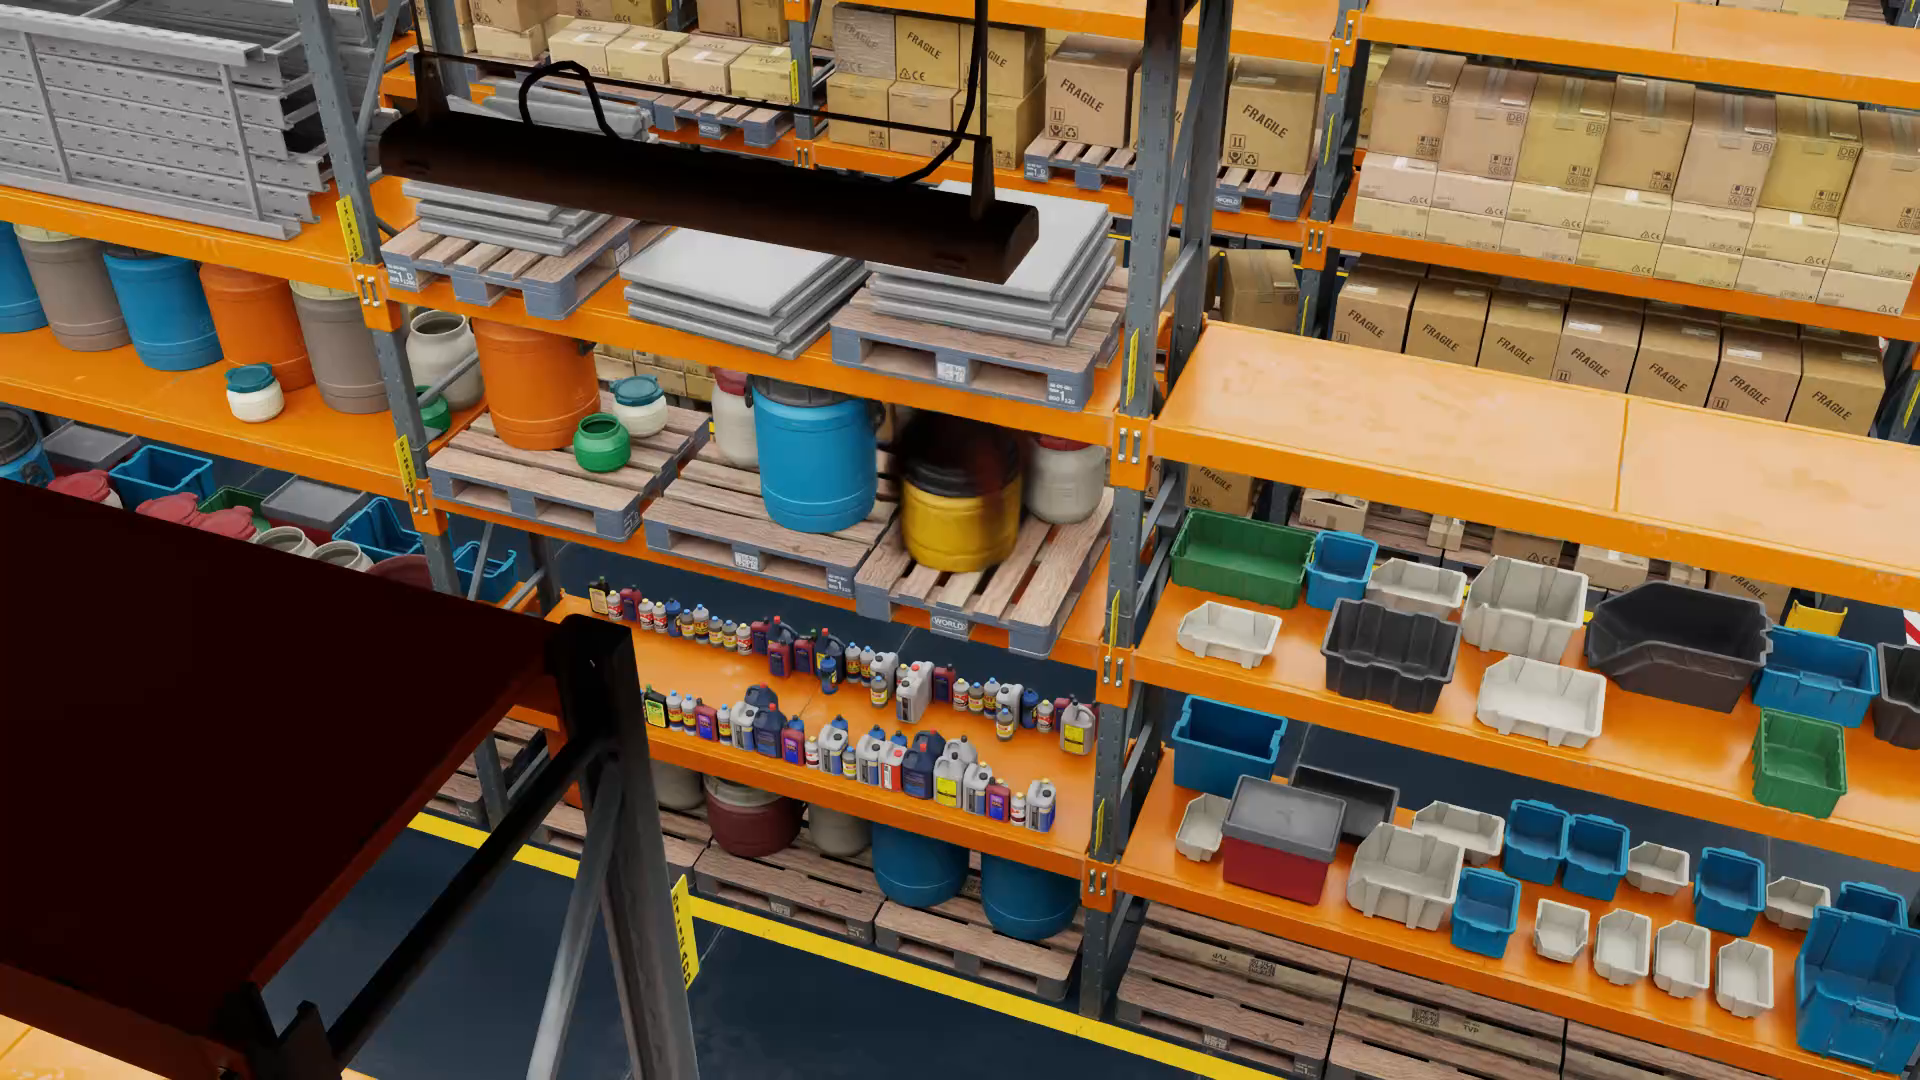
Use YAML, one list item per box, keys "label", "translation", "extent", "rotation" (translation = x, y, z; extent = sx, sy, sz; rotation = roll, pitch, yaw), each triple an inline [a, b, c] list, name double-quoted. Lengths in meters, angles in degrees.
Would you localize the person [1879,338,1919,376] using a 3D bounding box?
- label: "person"
  translation: [8.322, -1.819, 14.420]
  extent: [0.842, 1.679, 0.499]
  rotation: [11, 38, 14]
